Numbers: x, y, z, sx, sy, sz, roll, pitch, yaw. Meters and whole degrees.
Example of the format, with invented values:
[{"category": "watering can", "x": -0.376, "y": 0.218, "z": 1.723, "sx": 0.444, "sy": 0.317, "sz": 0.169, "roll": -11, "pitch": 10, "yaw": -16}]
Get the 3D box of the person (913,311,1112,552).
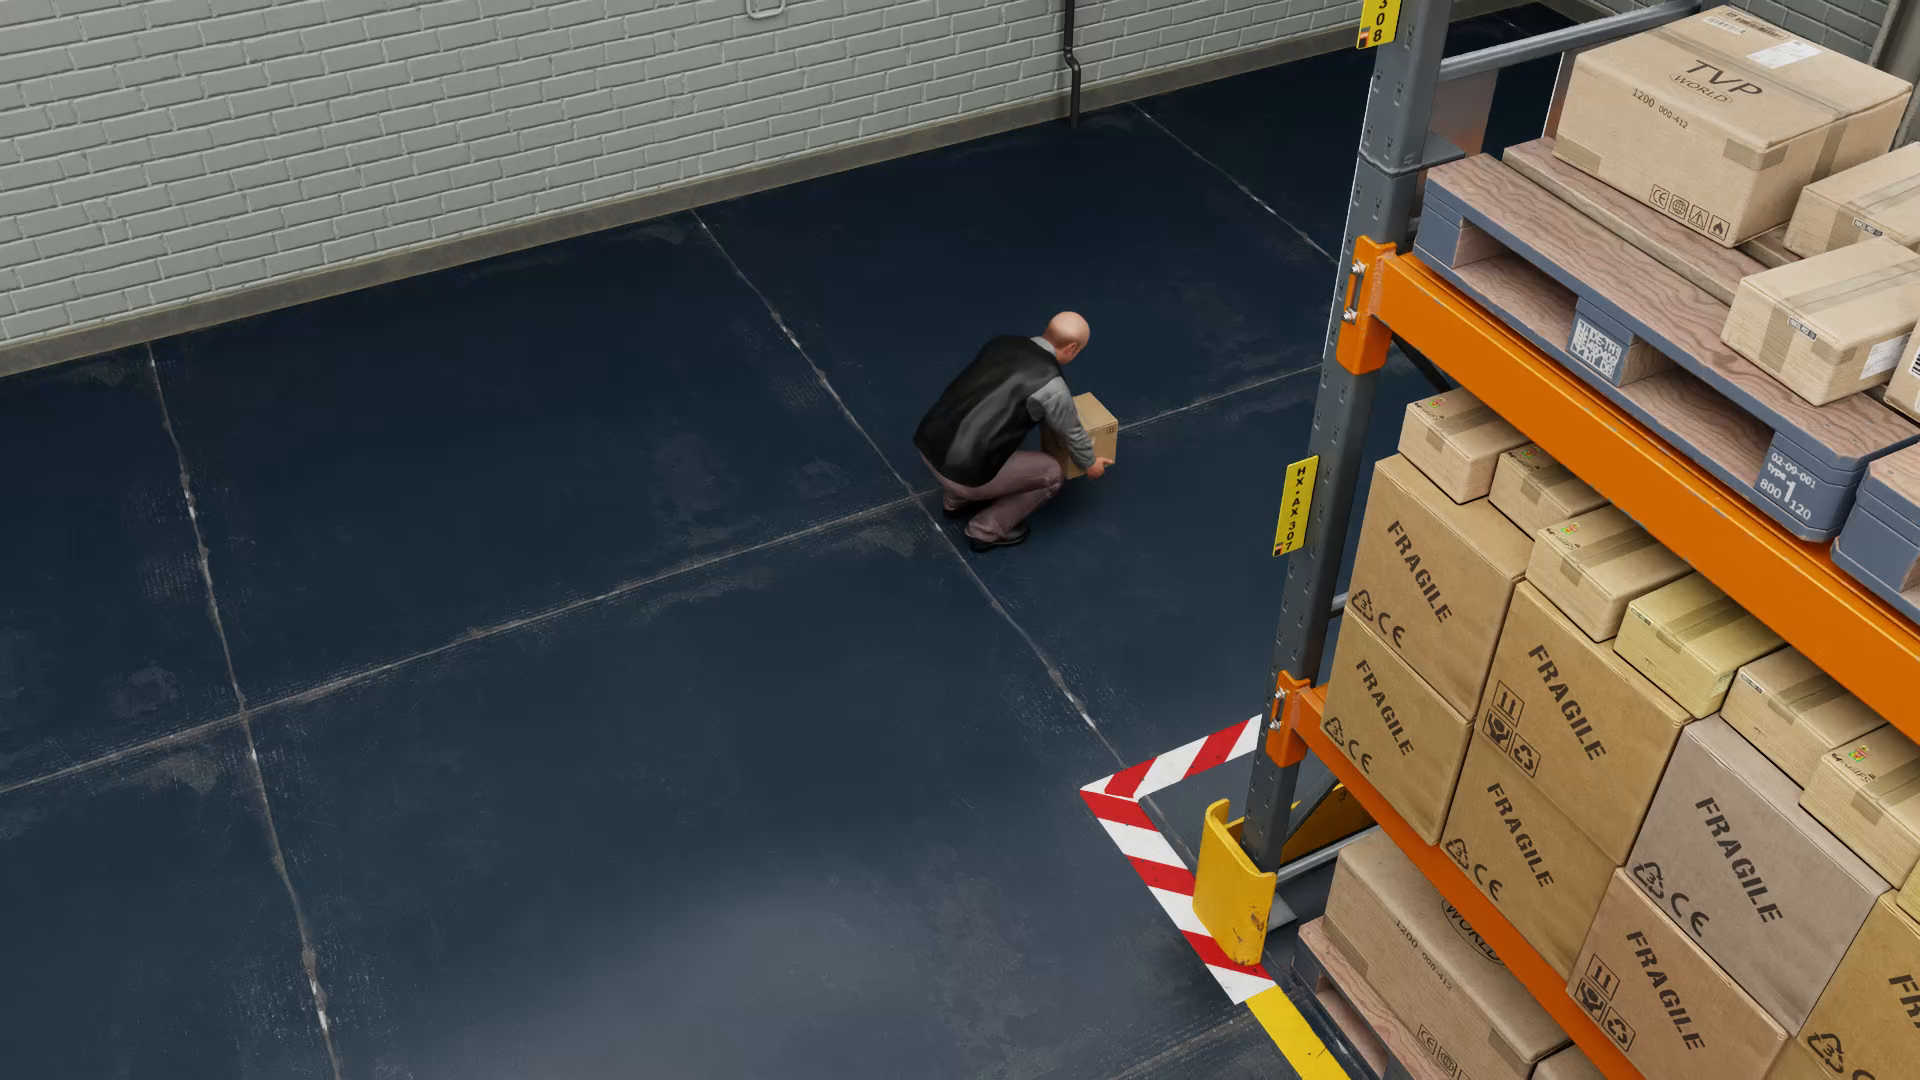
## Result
[{"category": "person", "x": 0.232, "y": -0.487, "z": 7.325, "sx": 0.889, "sy": 0.966, "sz": 0.517, "roll": -20, "pitch": 45, "yaw": -21}]
